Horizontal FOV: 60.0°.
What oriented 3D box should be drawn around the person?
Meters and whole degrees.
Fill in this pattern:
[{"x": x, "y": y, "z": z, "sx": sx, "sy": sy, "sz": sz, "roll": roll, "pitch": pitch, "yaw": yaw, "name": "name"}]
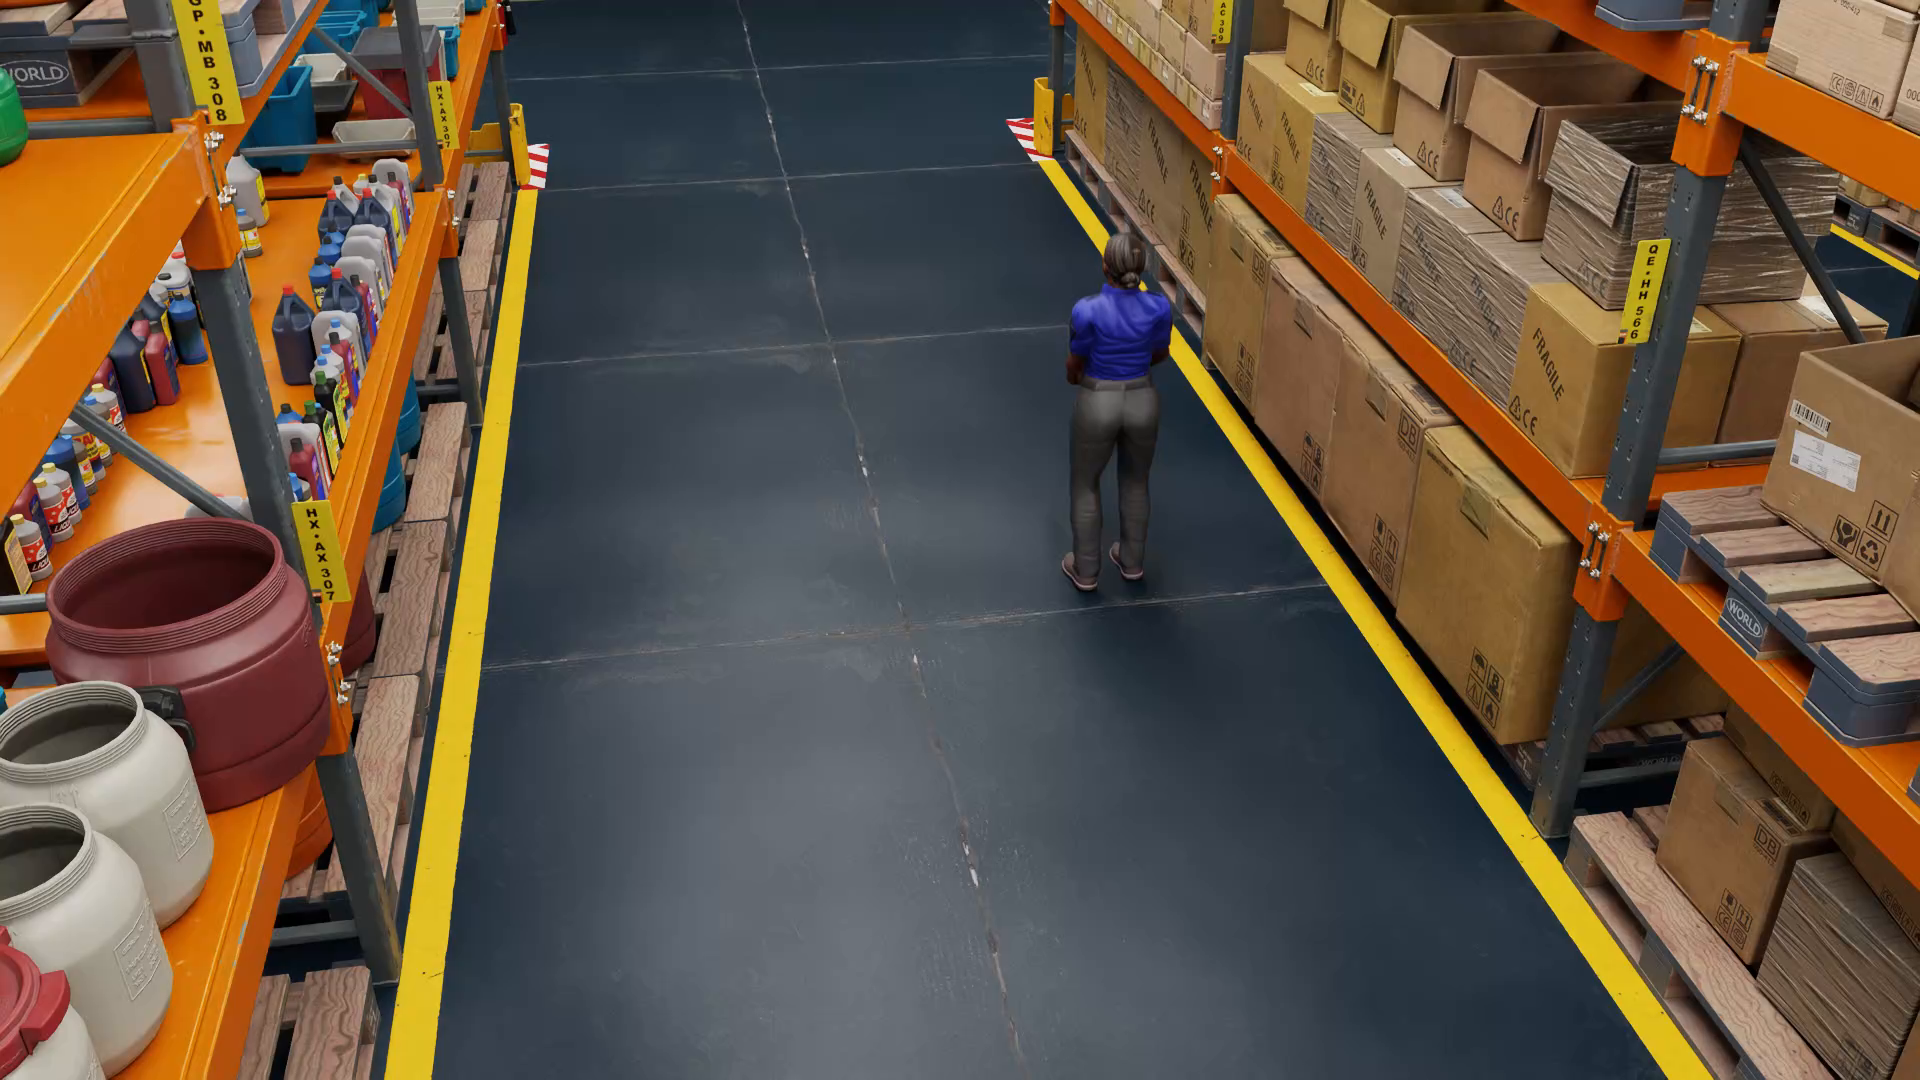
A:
[{"x": 0.650, "y": -0.577, "z": 7.114, "sx": 0.451, "sy": 1.648, "sz": 0.522, "roll": -5, "pitch": 31, "yaw": -8, "name": "person"}]
